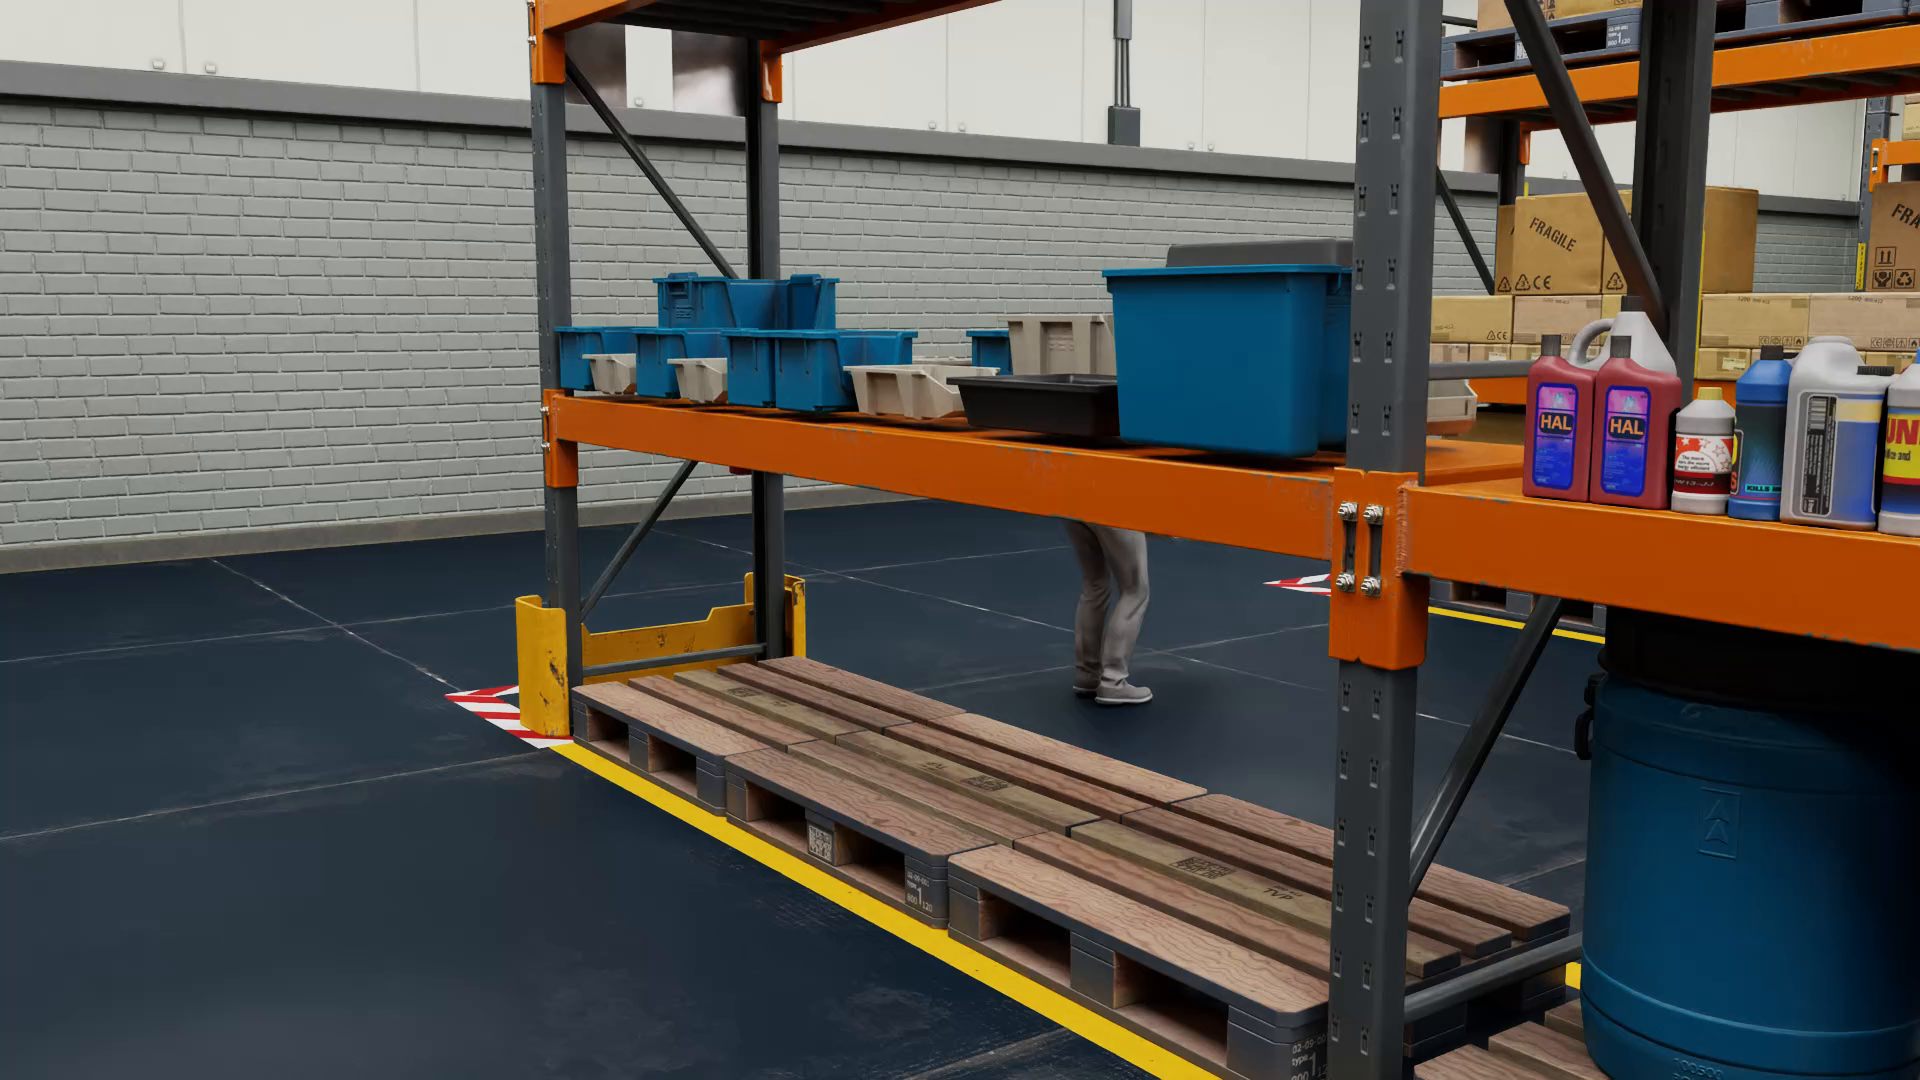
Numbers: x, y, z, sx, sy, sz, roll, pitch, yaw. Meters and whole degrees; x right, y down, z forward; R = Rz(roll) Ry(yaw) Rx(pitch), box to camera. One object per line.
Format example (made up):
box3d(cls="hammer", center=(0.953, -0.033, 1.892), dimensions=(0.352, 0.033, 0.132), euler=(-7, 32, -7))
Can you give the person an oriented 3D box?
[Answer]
box3d(cls="person", center=(0.672, -0.120, 6.992), dimensions=(0.586, 1.585, 0.412), euler=(-6, 10, -37))
